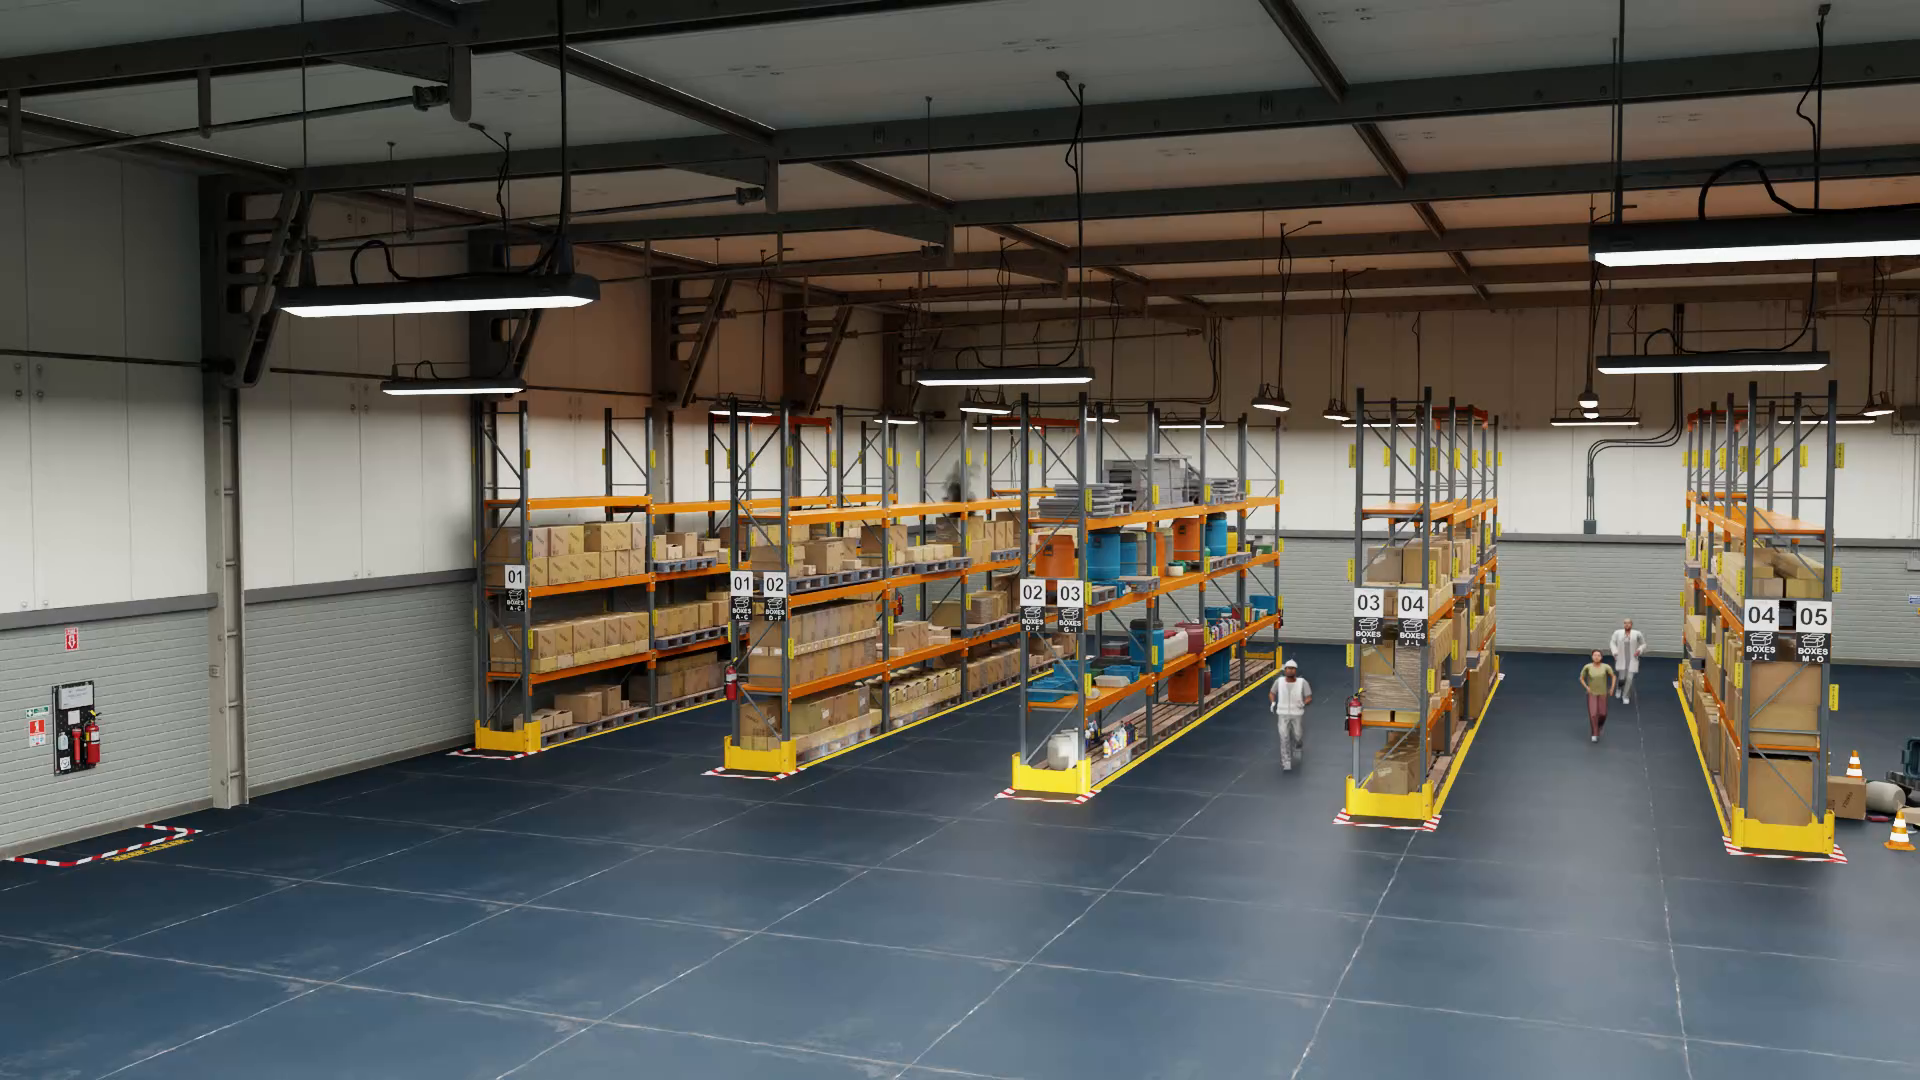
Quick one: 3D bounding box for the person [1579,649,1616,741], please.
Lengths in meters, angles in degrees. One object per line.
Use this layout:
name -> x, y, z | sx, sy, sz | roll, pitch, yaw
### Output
person -> 11.341, 2.757, 29.590 | 0.610, 1.620, 0.563 | 1, 3, 18

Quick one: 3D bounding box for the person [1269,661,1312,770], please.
person -> 5.338, 2.821, 26.899 | 0.694, 1.748, 0.804 | 1, 3, 15

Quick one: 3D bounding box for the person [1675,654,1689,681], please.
person -> 16.554, 2.314, 37.185 | 0.938, 1.796, 0.693 | 1, 3, 12

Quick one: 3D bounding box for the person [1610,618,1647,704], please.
person -> 13.701, 2.517, 34.108 | 0.700, 1.669, 0.673 | 1, 3, 23
